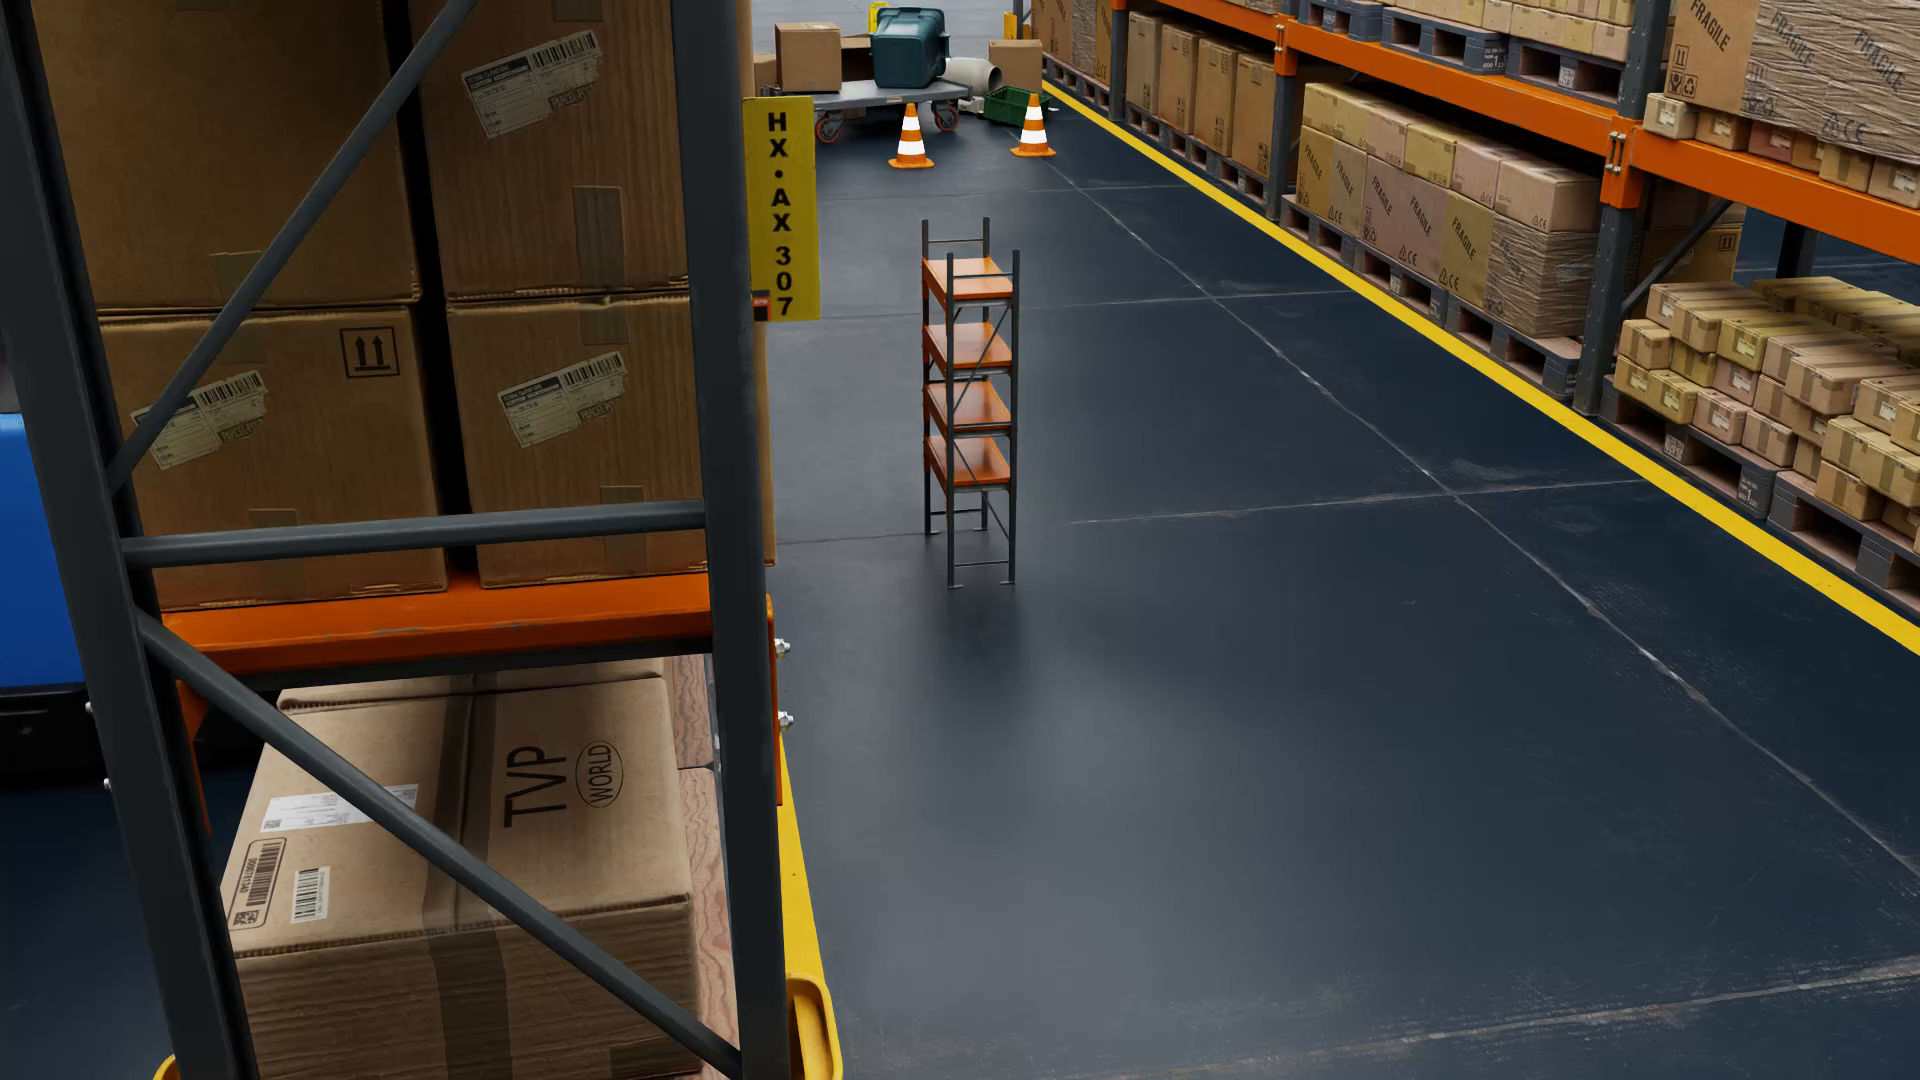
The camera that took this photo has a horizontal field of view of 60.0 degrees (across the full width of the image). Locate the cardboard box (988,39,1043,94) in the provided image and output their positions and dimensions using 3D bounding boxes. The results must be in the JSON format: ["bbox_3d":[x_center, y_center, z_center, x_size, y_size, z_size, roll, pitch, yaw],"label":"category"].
[{"bbox_3d":[0.528,-4.520,15.972,0.500,0.500,0.500,0,24,-1],"label":"cardboard box"}]

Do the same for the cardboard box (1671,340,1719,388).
[{"bbox_3d":[3.190,-0.747,6.877,0.380,0.149,0.250,-4,24,-9],"label":"cardboard box"}]

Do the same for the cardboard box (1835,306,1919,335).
[{"bbox_3d":[3.763,-0.826,6.688,0.380,0.149,0.250,-5,24,-10],"label":"cardboard box"}]

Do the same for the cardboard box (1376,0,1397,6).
[{"bbox_3d":[2.598,-3.126,9.448,0.380,0.149,0.250,-3,24,-7],"label":"cardboard box"}]

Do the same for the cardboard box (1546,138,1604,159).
[{"bbox_3d":[3.325,-1.894,8.499,0.500,0.250,0.500,-4,24,-8],"label":"cardboard box"}]

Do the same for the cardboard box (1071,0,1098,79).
[{"bbox_3d":[1.605,-4.956,15.979,0.875,0.875,0.875,-4,24,-9],"label":"cardboard box"}]

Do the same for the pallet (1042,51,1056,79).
[{"bbox_3d":[1.308,-5.117,17.702,1.003,0.211,1.213,-4,24,-10],"label":"pallet"}]

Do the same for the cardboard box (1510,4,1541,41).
[{"bbox_3d":[2.896,-2.501,8.018,0.380,0.149,0.250,-6,24,-12],"label":"cardboard box"}]

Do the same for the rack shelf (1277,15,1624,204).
[{"bbox_3d":[2.933,-2.440,8.989,1.077,0.370,4.000,-4,24,-10],"label":"rack shelf"}]

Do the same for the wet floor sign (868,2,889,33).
[{"bbox_3d":[-0.868,-5.489,18.013,0.267,0.644,0.232,-9,25,-19],"label":"wet floor sign"}]

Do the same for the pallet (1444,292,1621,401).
[{"bbox_3d":[3.157,-1.012,8.303,1.003,0.211,1.213,-4,24,-10],"label":"pallet"}]

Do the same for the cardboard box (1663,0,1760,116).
[{"bbox_3d":[3.146,-1.952,6.475,0.500,0.500,0.500,-5,24,-11],"label":"cardboard box"}]

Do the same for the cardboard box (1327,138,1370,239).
[{"bbox_3d":[2.539,-2.109,9.930,0.500,0.500,0.500,-4,24,-9],"label":"cardboard box"}]

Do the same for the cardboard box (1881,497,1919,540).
[{"bbox_3d":[3.458,-0.097,5.763,0.380,0.149,0.250,-4,24,-8],"label":"cardboard box"}]

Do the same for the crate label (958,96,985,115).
[{"bbox_3d":[0.125,-3.963,15.152,0.250,0.136,0.298,18,29,36],"label":"crate label"}]

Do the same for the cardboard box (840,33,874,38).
[{"bbox_3d":[-0.950,-4.650,16.268,0.637,0.503,0.797,18,29,36],"label":"cardboard box"}]

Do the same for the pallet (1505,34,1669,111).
[{"bbox_3d":[3.304,-2.207,7.795,1.003,0.211,1.213,-4,24,-10],"label":"pallet"}]

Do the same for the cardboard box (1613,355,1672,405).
[{"bbox_3d":[3.054,-0.702,7.148,0.380,0.149,0.250,-5,24,-12],"label":"cardboard box"}]

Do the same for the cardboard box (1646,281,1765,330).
[{"bbox_3d":[3.163,-0.991,7.066,0.380,0.149,0.250,-3,24,-8],"label":"cardboard box"}]

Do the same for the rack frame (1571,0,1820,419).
[{"bbox_3d":[3.303,-1.983,7.044,1.000,3.000,0.127,-4,24,-10],"label":"rack frame"}]

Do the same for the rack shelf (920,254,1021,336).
[{"bbox_3d":[0.031,-0.845,5.703,0.258,0.148,0.480,-4,24,-10],"label":"rack shelf"}]

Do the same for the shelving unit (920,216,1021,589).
[{"bbox_3d":[0.031,-0.485,5.861,0.258,1.200,0.503,-4,24,-10],"label":"shelving unit"}]

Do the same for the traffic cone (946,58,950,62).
[{"bbox_3d":[-0.214,-5.227,17.640,0.336,0.463,0.334,-4,24,-10],"label":"traffic cone"}]

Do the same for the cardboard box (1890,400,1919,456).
[{"bbox_3d":[3.426,-0.375,5.654,0.380,0.149,0.250,-4,24,-9],"label":"cardboard box"}]

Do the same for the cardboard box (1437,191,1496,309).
[{"bbox_3d":[2.824,-1.505,8.546,0.500,0.500,0.500,-5,24,-11],"label":"cardboard box"}]

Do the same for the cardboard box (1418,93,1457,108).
[{"bbox_3d":[3.051,-2.500,9.888,0.500,0.250,0.500,-4,24,-9],"label":"cardboard box"}]

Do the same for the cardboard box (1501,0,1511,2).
[{"bbox_3d":[2.840,-2.750,8.216,0.380,0.149,0.250,-6,24,-12],"label":"cardboard box"}]

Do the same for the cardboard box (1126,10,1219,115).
[{"bbox_3d":[2.026,-4.054,14.071,1.050,0.750,0.750,-4,24,-10],"label":"cardboard box"}]

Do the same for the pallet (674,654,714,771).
[{"bbox_3d":[-1.251,0.486,4.873,1.003,0.211,1.213,-4,24,-10],"label":"pallet"}]

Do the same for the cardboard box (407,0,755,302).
[{"bbox_3d":[-0.613,-0.718,2.772,0.500,0.500,0.500,-5,24,-11],"label":"cardboard box"}]

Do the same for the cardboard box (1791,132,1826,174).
[{"bbox_3d":[3.299,-1.428,6.086,0.380,0.149,0.250,-5,24,-12],"label":"cardboard box"}]

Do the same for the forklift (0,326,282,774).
[{"bbox_3d":[-3.513,-0.805,4.432,3.031,2.935,1.130,-4,24,-8],"label":"forklift"}]

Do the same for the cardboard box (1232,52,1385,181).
[{"bbox_3d":[2.539,-2.964,11.576,1.050,0.750,0.750,-5,24,-10],"label":"cardboard box"}]

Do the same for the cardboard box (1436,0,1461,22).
[{"bbox_3d":[2.741,-2.819,8.747,0.380,0.149,0.250,-5,24,-11],"label":"cardboard box"}]

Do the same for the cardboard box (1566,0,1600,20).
[{"bbox_3d":[2.985,-2.443,7.512,0.380,0.149,0.250,-4,24,-9],"label":"cardboard box"}]

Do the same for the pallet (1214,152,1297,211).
[{"bbox_3d":[2.491,-2.595,11.927,1.003,0.211,1.213,-4,24,-10],"label":"pallet"}]

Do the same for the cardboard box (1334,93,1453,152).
[{"bbox_3d":[2.546,-2.459,9.794,0.500,0.250,0.500,-5,24,-10],"label":"cardboard box"}]

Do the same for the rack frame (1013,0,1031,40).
[{"bbox_3d":[1.084,-6.704,17.851,1.000,3.000,0.127,-4,24,-10],"label":"rack frame"}]

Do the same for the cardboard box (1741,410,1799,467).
[{"bbox_3d":[3.296,-0.408,6.473,0.380,0.149,0.250,-5,24,-11],"label":"cardboard box"}]

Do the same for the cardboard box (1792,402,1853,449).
[{"bbox_3d":[3.345,-0.437,6.169,0.380,0.149,0.250,-3,24,-7],"label":"cardboard box"}]

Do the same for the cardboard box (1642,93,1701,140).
[{"bbox_3d":[3.033,-1.733,6.783,0.380,0.149,0.250,-3,24,-8],"label":"cardboard box"}]

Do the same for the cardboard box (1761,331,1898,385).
[{"bbox_3d":[3.321,-0.682,6.357,0.380,0.149,0.250,-5,24,-11],"label":"cardboard box"}]

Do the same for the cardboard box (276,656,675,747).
[{"bbox_3d":[-1.202,0.366,4.340,0.875,0.438,0.875,-4,24,-8],"label":"cardboard box"}]

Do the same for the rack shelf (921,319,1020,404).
[{"bbox_3d":[0.031,-0.628,5.798,0.258,0.148,0.480,-4,24,-10],"label":"rack shelf"}]

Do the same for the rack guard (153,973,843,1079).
[{"bbox_3d":[-0.799,1.151,2.990,1.175,0.500,0.348,-4,24,-10],"label":"rack guard"}]

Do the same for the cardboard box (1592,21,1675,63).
[{"bbox_3d":[3.035,-2.202,7.334,0.380,0.149,0.250,-5,24,-11],"label":"cardboard box"}]

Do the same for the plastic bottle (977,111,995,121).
[{"bbox_3d":[0.289,-3.781,14.830,0.133,0.061,0.283,-19,30,-37],"label":"plastic bottle"}]

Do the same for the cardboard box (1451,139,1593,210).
[{"bbox_3d":[2.834,-1.851,8.403,0.500,0.250,0.500,-3,24,-7],"label":"cardboard box"}]
